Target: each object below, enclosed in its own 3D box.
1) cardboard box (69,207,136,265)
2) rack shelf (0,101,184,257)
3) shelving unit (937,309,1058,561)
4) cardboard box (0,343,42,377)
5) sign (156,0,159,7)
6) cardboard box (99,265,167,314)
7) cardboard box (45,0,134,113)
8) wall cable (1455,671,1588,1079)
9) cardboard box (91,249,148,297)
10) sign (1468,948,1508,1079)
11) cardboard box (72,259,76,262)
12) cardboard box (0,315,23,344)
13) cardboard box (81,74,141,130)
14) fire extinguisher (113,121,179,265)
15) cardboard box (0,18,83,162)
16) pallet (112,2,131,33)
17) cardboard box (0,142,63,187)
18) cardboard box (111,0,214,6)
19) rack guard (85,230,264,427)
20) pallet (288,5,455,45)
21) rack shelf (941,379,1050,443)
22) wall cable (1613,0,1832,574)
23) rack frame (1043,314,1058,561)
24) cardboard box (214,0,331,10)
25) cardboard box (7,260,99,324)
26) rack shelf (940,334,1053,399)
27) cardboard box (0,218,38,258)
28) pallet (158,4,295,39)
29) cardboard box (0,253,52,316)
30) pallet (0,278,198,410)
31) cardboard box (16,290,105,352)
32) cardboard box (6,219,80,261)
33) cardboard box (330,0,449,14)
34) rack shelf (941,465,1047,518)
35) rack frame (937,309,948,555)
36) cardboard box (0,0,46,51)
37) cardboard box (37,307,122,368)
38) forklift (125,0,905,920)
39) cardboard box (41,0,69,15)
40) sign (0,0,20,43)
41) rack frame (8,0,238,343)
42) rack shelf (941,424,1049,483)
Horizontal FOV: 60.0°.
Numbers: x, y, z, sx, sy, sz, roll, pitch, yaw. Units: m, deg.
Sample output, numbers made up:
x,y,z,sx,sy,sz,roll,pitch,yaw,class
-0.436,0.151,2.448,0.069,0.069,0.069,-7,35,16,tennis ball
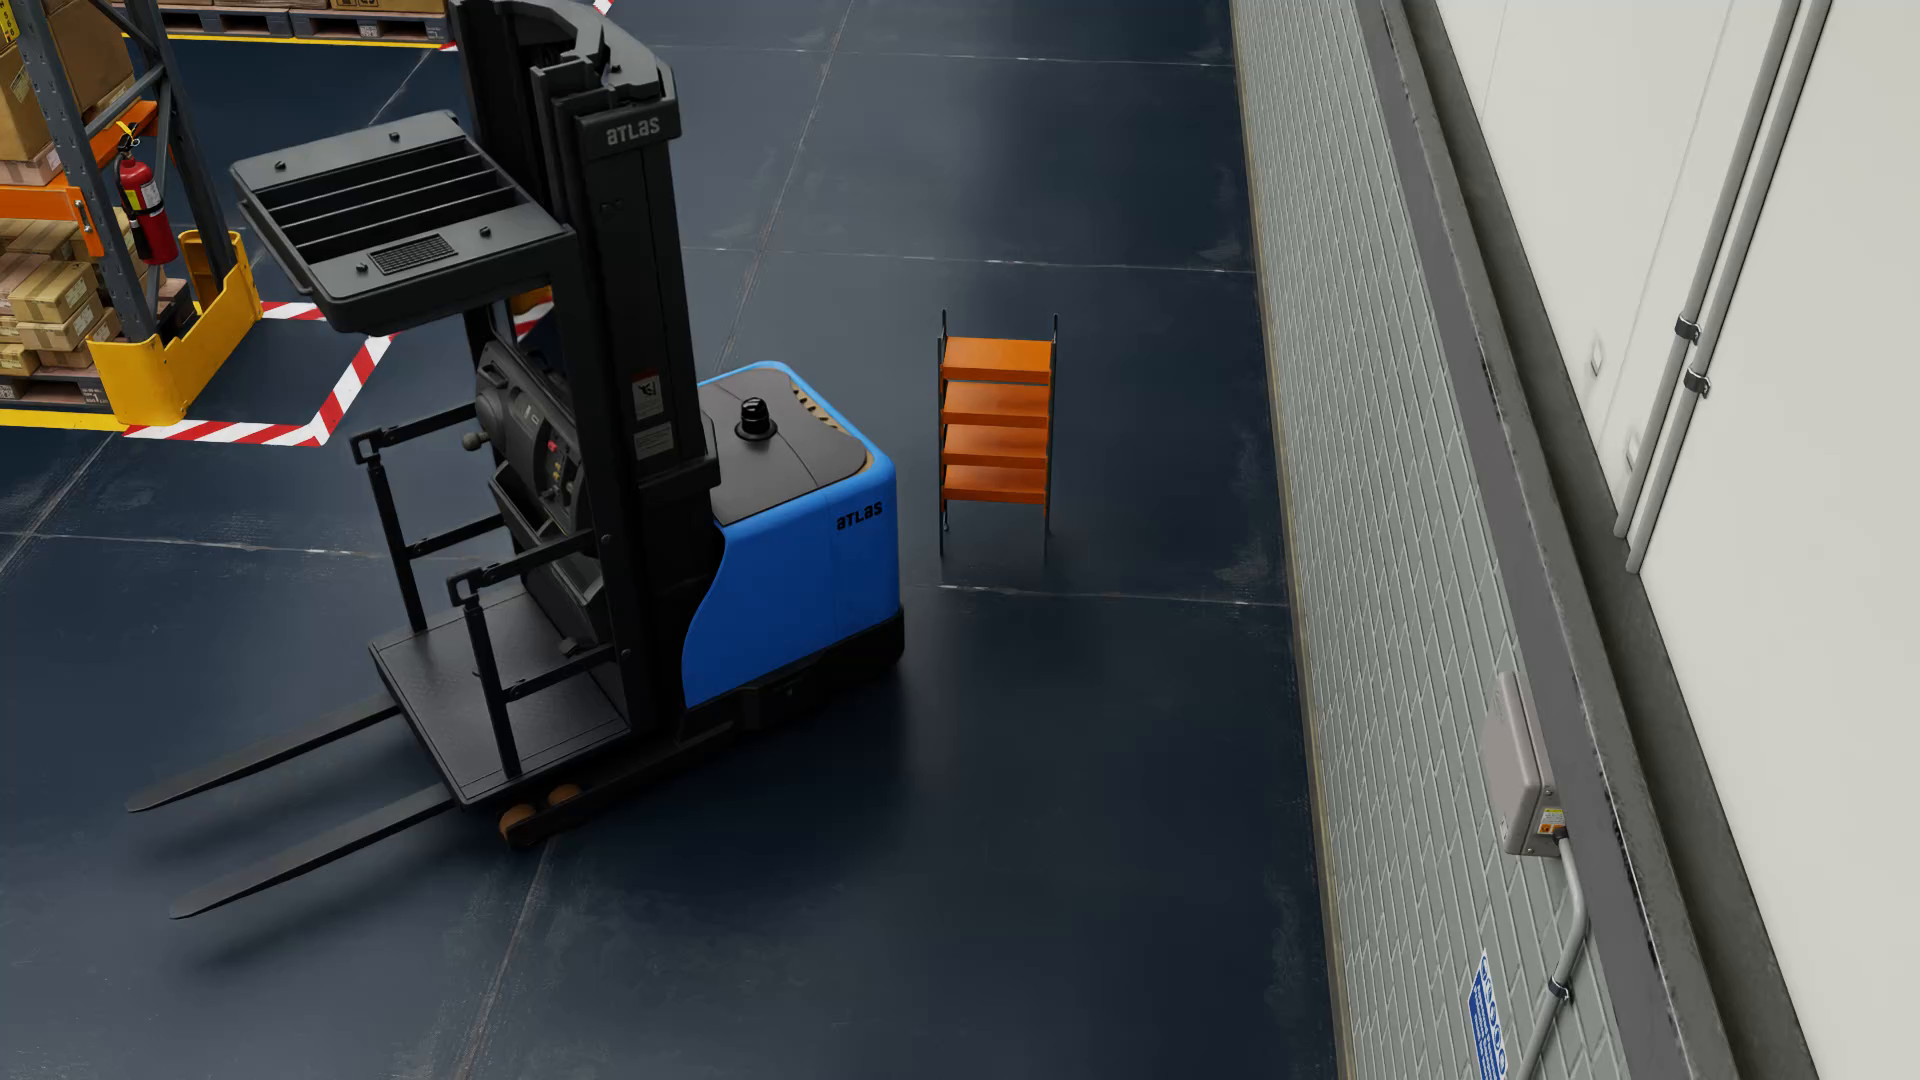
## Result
x,y,z,sx,sy,sz,roll,pitch,yaw,class
-4.613,-1.653,9.029,0.250,0.149,0.380,1,39,2,cardboard box
-6.112,-1.953,8.513,4.000,0.370,1.077,3,39,4,rack shelf
0.165,-0.456,7.531,0.503,1.200,0.258,3,39,4,shelving unit
-4.927,-1.028,8.733,0.250,0.149,0.380,4,39,5,cardboard box
-4.073,-2.800,8.298,0.005,0.325,0.100,3,39,4,sign
-4.614,-1.410,9.202,0.250,0.149,0.380,4,39,5,cardboard box
-4.543,-2.475,8.270,0.500,0.500,0.500,5,39,6,cardboard box
1.173,0.882,3.631,0.123,1.953,0.585,3,39,4,wall cable
-4.620,-1.485,9.059,0.250,0.149,0.380,5,39,6,cardboard box
1.239,1.157,3.909,0.001,0.218,0.327,3,39,4,sign
-4.888,-1.536,9.121,0.250,0.149,0.380,3,39,4,cardboard box
-4.926,-1.193,8.700,0.250,0.149,0.380,2,39,3,cardboard box
-4.414,-2.249,8.506,0.250,0.149,0.380,3,39,3,cardboard box
-3.909,-1.644,7.921,0.183,0.674,0.296,3,39,4,fire extinguisher
-4.590,-2.139,7.858,0.500,0.500,0.500,4,39,5,cardboard box
-6.825,-4.282,13.014,1.213,0.211,1.003,3,39,4,pallet
-4.469,-1.865,8.035,0.250,0.149,0.380,3,39,4,cardboard box
-6.029,-4.658,12.617,0.875,0.875,0.875,3,39,4,cardboard box
-4.196,-1.157,8.946,0.348,0.500,1.175,3,39,4,rack guard
-4.395,-4.149,12.851,1.213,0.211,1.003,3,39,4,pallet
0.165,-0.578,7.432,0.480,0.148,0.258,3,39,4,rack shelf
1.245,-1.198,2.264,0.029,3.000,0.463,3,39,4,wall cable
0.408,-0.443,7.514,0.015,1.200,0.240,3,39,4,rack frame
-5.142,-4.610,12.558,0.875,0.875,0.875,3,39,4,cardboard box
-4.669,-1.280,8.571,0.250,0.149,0.380,4,39,4,cardboard box
0.165,-0.761,7.283,0.480,0.148,0.258,3,39,4,rack shelf
-5.138,-1.687,9.071,0.250,0.149,0.380,3,39,4,cardboard box
-5.607,-4.218,12.935,1.213,0.211,1.003,3,39,4,pallet
-4.915,-1.330,8.633,0.250,0.149,0.380,4,39,5,cardboard box
-5.002,-1.112,9.119,1.213,0.211,1.003,3,39,4,pallet
-4.670,-1.145,8.641,0.250,0.149,0.380,2,39,3,cardboard box
-4.898,-1.592,8.955,0.250,0.149,0.380,4,39,5,cardboard box
-4.236,-4.560,12.497,0.875,0.875,0.875,3,39,4,cardboard box
0.165,-0.250,7.698,0.480,0.148,0.258,3,39,4,rack shelf
-0.078,-0.470,7.547,0.015,1.200,0.240,3,39,4,rack frame
-4.597,-2.533,7.550,0.500,0.500,0.500,2,39,3,cardboard box
-4.662,-1.077,8.794,0.250,0.149,0.380,4,39,5,cardboard box
-1.745,-0.328,6.002,3.031,2.935,1.130,-23,45,-26,forklift
-4.544,-2.856,7.946,0.500,0.500,0.500,3,39,4,cardboard box
-4.188,-2.346,7.259,0.005,0.325,0.100,3,39,4,sign
-4.120,-2.123,8.152,0.127,3.000,1.000,3,39,4,rack frame
0.165,-0.404,7.573,0.480,0.148,0.258,3,39,4,rack shelf
